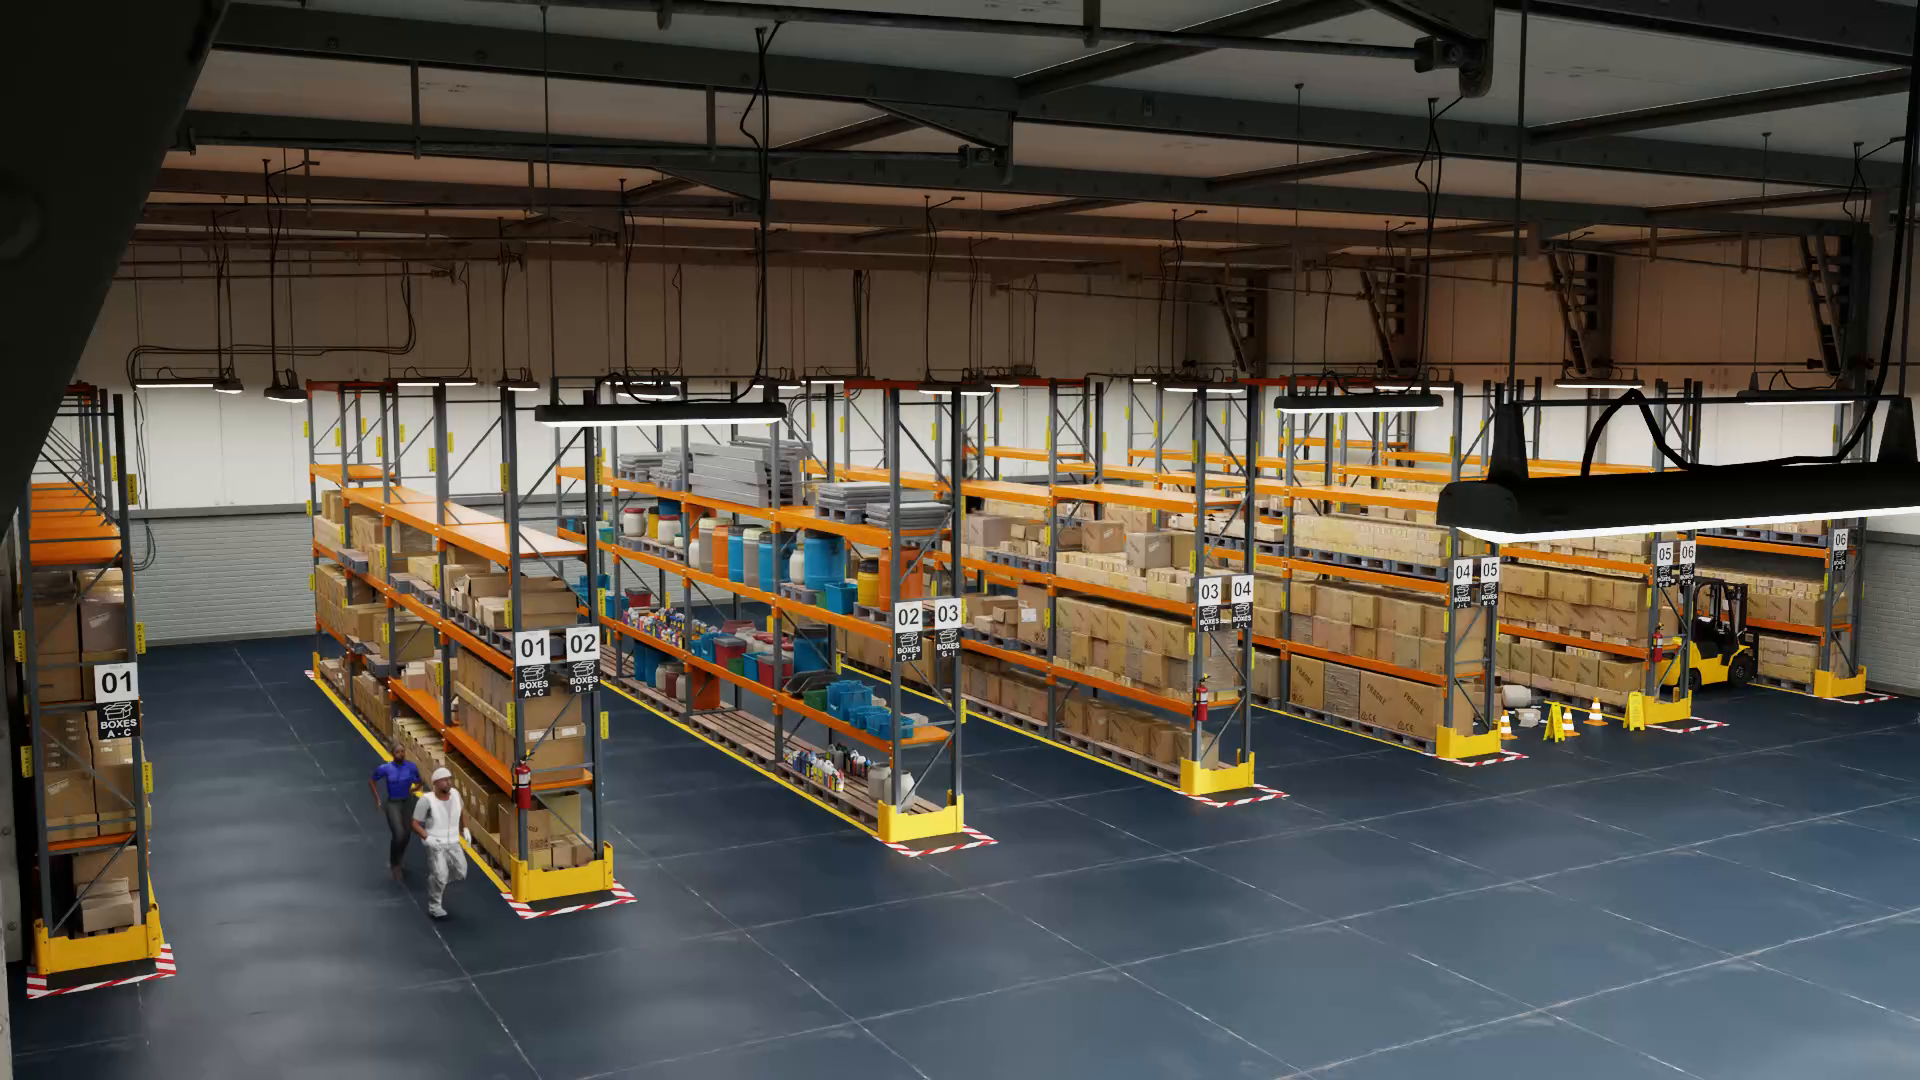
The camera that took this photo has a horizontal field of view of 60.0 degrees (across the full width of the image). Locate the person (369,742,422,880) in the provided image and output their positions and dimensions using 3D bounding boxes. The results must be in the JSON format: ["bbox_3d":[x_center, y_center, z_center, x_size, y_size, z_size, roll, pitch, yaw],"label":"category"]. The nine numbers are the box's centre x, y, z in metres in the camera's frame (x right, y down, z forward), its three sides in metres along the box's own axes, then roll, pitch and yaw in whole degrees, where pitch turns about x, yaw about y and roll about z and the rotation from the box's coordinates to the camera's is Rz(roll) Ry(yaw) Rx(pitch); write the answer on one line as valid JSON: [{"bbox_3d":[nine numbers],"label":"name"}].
[{"bbox_3d":[-6.919,3.386,20.534,0.542,1.592,0.705,-5,8,-40],"label":"person"}]

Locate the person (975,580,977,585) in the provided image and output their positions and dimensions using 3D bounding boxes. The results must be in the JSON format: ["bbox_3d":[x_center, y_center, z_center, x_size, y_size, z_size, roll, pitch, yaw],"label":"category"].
[{"bbox_3d":[0.521,0.903,42.951,0.570,1.723,0.839,5,8,41],"label":"person"}]

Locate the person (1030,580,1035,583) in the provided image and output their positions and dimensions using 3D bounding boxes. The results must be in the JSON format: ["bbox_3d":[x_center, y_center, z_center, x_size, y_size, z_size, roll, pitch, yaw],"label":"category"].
[{"bbox_3d":[1.581,1.570,33.977,0.692,1.743,0.553,-4,7,-32],"label":"person"}]

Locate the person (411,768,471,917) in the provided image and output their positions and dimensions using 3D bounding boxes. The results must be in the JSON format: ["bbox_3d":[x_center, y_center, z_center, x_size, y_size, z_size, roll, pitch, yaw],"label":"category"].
[{"bbox_3d":[-5.947,3.449,19.073,0.592,1.709,0.728,5,8,39],"label":"person"}]
